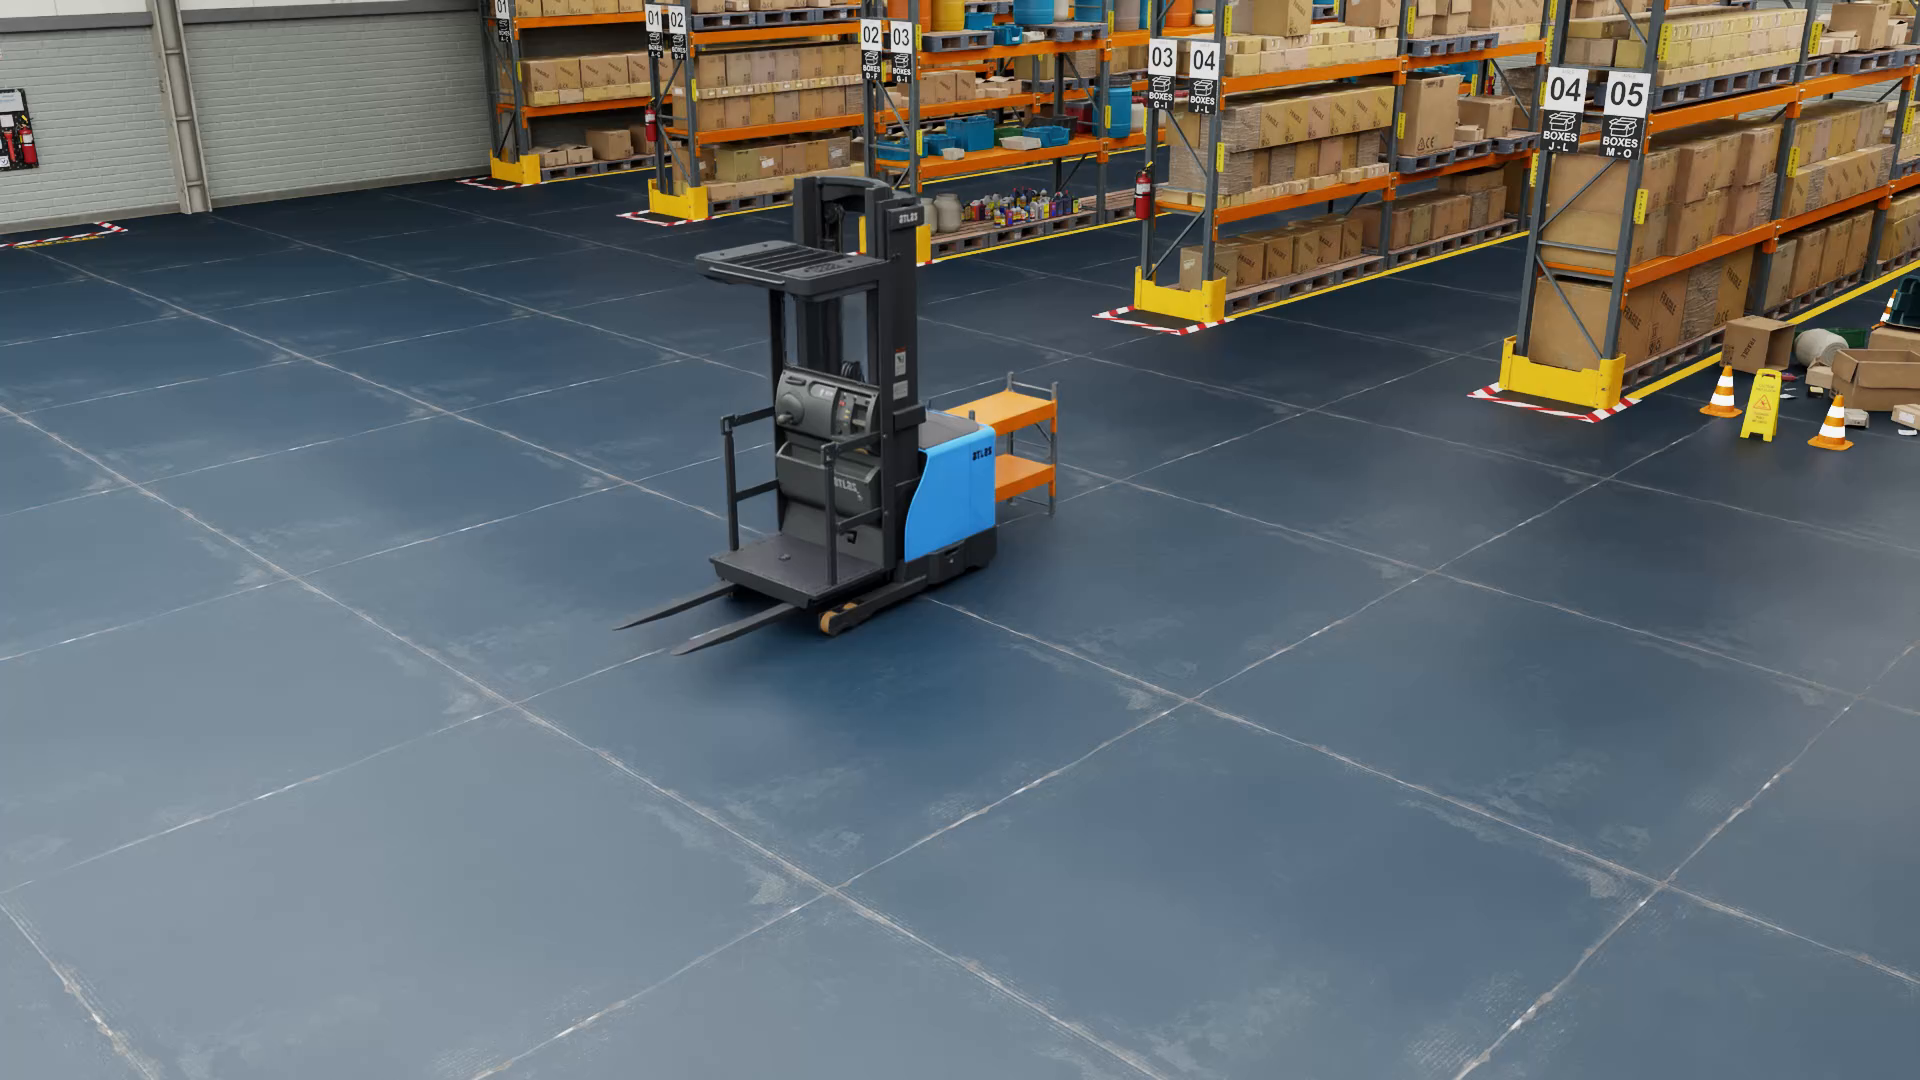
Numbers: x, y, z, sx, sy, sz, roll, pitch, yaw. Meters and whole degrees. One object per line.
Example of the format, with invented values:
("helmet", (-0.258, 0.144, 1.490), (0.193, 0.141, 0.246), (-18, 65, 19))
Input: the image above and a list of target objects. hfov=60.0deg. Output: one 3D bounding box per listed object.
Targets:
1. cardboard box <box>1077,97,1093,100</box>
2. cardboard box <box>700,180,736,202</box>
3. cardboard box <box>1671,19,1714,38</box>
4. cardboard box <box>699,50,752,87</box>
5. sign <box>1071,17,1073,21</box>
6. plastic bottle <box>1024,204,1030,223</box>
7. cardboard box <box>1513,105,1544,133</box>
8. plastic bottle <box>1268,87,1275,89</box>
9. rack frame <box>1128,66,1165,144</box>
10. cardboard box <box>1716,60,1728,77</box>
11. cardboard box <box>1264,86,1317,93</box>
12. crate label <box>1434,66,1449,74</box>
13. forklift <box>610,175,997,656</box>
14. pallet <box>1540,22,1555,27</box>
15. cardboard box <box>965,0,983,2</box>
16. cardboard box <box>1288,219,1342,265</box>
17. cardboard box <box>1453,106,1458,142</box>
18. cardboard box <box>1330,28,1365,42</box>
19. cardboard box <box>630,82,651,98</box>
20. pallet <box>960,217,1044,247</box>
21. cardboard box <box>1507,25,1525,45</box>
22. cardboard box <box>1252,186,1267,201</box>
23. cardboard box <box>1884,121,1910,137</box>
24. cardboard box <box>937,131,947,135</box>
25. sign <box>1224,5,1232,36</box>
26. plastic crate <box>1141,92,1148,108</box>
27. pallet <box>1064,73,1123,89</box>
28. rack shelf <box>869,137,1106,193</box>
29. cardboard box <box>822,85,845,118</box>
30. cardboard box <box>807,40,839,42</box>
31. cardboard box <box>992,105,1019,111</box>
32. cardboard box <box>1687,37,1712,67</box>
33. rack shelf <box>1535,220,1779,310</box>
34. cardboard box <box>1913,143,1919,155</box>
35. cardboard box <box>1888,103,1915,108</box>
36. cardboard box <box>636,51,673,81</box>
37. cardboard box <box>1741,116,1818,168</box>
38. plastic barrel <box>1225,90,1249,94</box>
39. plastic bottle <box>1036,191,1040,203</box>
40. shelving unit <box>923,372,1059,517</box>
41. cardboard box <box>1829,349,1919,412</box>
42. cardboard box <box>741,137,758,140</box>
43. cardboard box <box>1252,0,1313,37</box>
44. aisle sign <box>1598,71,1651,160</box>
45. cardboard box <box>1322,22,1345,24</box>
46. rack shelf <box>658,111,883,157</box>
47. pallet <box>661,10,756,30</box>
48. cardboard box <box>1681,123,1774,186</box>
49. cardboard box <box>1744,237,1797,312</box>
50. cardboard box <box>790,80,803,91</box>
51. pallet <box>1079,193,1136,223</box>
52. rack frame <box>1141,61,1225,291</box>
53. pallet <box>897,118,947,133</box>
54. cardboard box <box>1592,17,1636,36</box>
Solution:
("cardboard box", (2.675, -8.777, 33.555), (0.500, 0.250, 0.500), (19, 28, 41))
("cardboard box", (-3.953, -5.619, 26.760), (0.500, 0.250, 0.500), (19, 28, 41))
("cardboard box", (7.083, -4.976, 16.172), (0.380, 0.149, 0.250), (20, 28, 41))
("cardboard box", (-3.752, -7.544, 26.573), (0.700, 0.500, 0.500), (18, 28, 39))
("sign", (2.730, -12.558, 40.248), (0.100, 0.325, 0.005), (19, 28, 41))
("plastic bottle", (0.998, -4.870, 24.753), (0.097, 0.271, 0.097), (0, 21, 0))
("cardboard box", (8.723, -6.304, 25.156), (0.500, 0.500, 0.500), (-19, 28, -40))
("plastic bottle", (5.555, -7.952, 29.652), (0.144, 0.351, 0.185), (19, 28, 41))
("rack frame", (3.885, -9.709, 34.154), (1.000, 3.000, 0.127), (19, 28, 41))
("cardboard box", (7.441, -4.735, 16.656), (0.380, 0.149, 0.250), (19, 28, 40))
("cardboard box", (4.206, -5.515, 21.295), (0.500, 0.500, 0.500), (19, 28, 41))
("crate label", (9.813, -9.465, 33.670), (0.416, 0.233, 0.303), (19, 28, 41))
("forklift", (-1.065, -0.917, 11.376), (1.130, 2.935, 3.031), (17, 27, 38))
("pallet", (8.600, -7.691, 24.987), (1.003, 0.211, 1.213), (-19, 28, -40))
("cardboard box", (0.058, -9.793, 29.815), (0.500, 0.250, 0.500), (19, 28, 40))
("cardboard box", (4.697, -3.960, 22.094), (0.500, 0.500, 0.500), (-11, 23, -25))
("cardboard box", (6.542, -5.885, 23.476), (0.637, 0.503, 0.797), (-17, 27, -37))
("cardboard box", (4.840, -6.323, 20.818), (0.380, 0.149, 0.250), (18, 28, 39))
("cardboard box", (-6.055, -8.374, 30.862), (0.500, 0.250, 0.500), (19, 28, 40))
("pallet", (0.501, -4.633, 24.834), (1.003, 0.211, 1.213), (19, 28, 41))
("cardboard box", (7.697, -7.216, 23.696), (0.500, 0.250, 0.500), (19, 28, 40))
("cardboard box", (3.511, -4.230, 20.249), (0.380, 0.149, 0.250), (19, 28, 41))
("cardboard box", (12.319, -5.430, 21.956), (0.380, 0.149, 0.250), (18, 28, 39))
("cardboard box", (-0.158, -7.266, 30.264), (0.500, 0.311, 0.500), (-19, 28, -41))
("sign", (2.997, -5.816, 18.627), (0.100, 0.325, 0.005), (19, 28, 41))
("plastic crate", (3.294, -7.131, 27.358), (0.402, 0.464, 0.583), (19, 28, 41))
("pallet", (2.448, -9.092, 32.817), (1.003, 0.211, 1.213), (19, 28, 41))
("rack shelf", (0.455, -5.562, 24.367), (1.077, 0.370, 4.000), (19, 28, 41))
("cardboard box", (-2.364, -7.447, 28.128), (0.700, 0.500, 0.500), (19, 28, 40))
("cardboard box", (-2.778, -10.048, 34.284), (0.700, 0.500, 0.500), (15, 26, 35))
("cardboard box", (0.928, -10.144, 38.184), (0.700, 0.500, 0.500), (20, 29, 41))
("cardboard box", (6.966, -4.779, 16.216), (0.500, 0.250, 0.500), (19, 28, 40))
("rack shelf", (7.487, -3.055, 17.845), (1.077, 0.370, 4.000), (19, 28, 41))
("cardboard box", (12.692, -5.285, 22.408), (0.250, 0.149, 0.380), (-19, 28, -40))
("cardboard box", (13.488, -6.193, 23.943), (0.380, 0.149, 0.250), (20, 28, 41))
("cardboard box", (-5.700, -8.852, 31.061), (0.500, 0.500, 0.500), (19, 28, 40))
("cardboard box", (9.582, -4.680, 19.537), (0.700, 0.500, 0.500), (19, 28, 40))
("plastic barrel", (4.534, -7.309, 27.719), (0.600, 0.536, 0.708), (19, 28, 41))
("plastic bottle", (1.185, -5.261, 25.754), (0.061, 0.283, 0.133), (19, 28, 41))
("shelving unit", (0.250, -0.640, 13.172), (0.538, 1.125, 1.048), (17, 27, 38))
("cardboard box", (9.120, -1.584, 16.494), (0.797, 0.503, 0.637), (2, 21, 4))
("cardboard box", (-4.422, -8.269, 33.278), (0.700, 0.500, 0.500), (19, 28, 40))
("cardboard box", (3.838, -6.277, 19.793), (0.500, 0.500, 0.500), (19, 28, 40))
("aisle sign", (6.257, -3.997, 15.669), (0.394, 0.787, 0.004), (19, 28, 41))
("cardboard box", (4.951, -6.682, 21.751), (0.380, 0.149, 0.250), (18, 28, 39))
("rack shelf", (-3.091, -6.803, 27.595), (1.077, 0.370, 4.000), (19, 28, 41))
("pallet", (-3.975, -8.159, 26.062), (1.003, 0.211, 1.213), (19, 28, 41))
("cardboard box", (8.300, -4.222, 18.165), (0.875, 0.550, 0.550), (19, 28, 41))
("cardboard box", (9.251, -3.233, 19.855), (1.050, 0.750, 0.750), (19, 28, 40))
("cardboard box", (-2.802, -7.484, 27.320), (0.250, 0.149, 0.380), (-19, 28, -40))
("pallet", (2.370, -5.322, 26.627), (1.003, 0.211, 1.213), (19, 28, 41))
("rack frame", (2.609, -4.144, 19.676), (1.000, 3.000, 0.127), (19, 28, 41))
("pallet", (-1.003, -9.114, 36.493), (1.003, 0.211, 1.213), (19, 28, 41))
("cardboard box", (6.438, -5.076, 16.432), (0.250, 0.149, 0.380), (-20, 28, -41))
